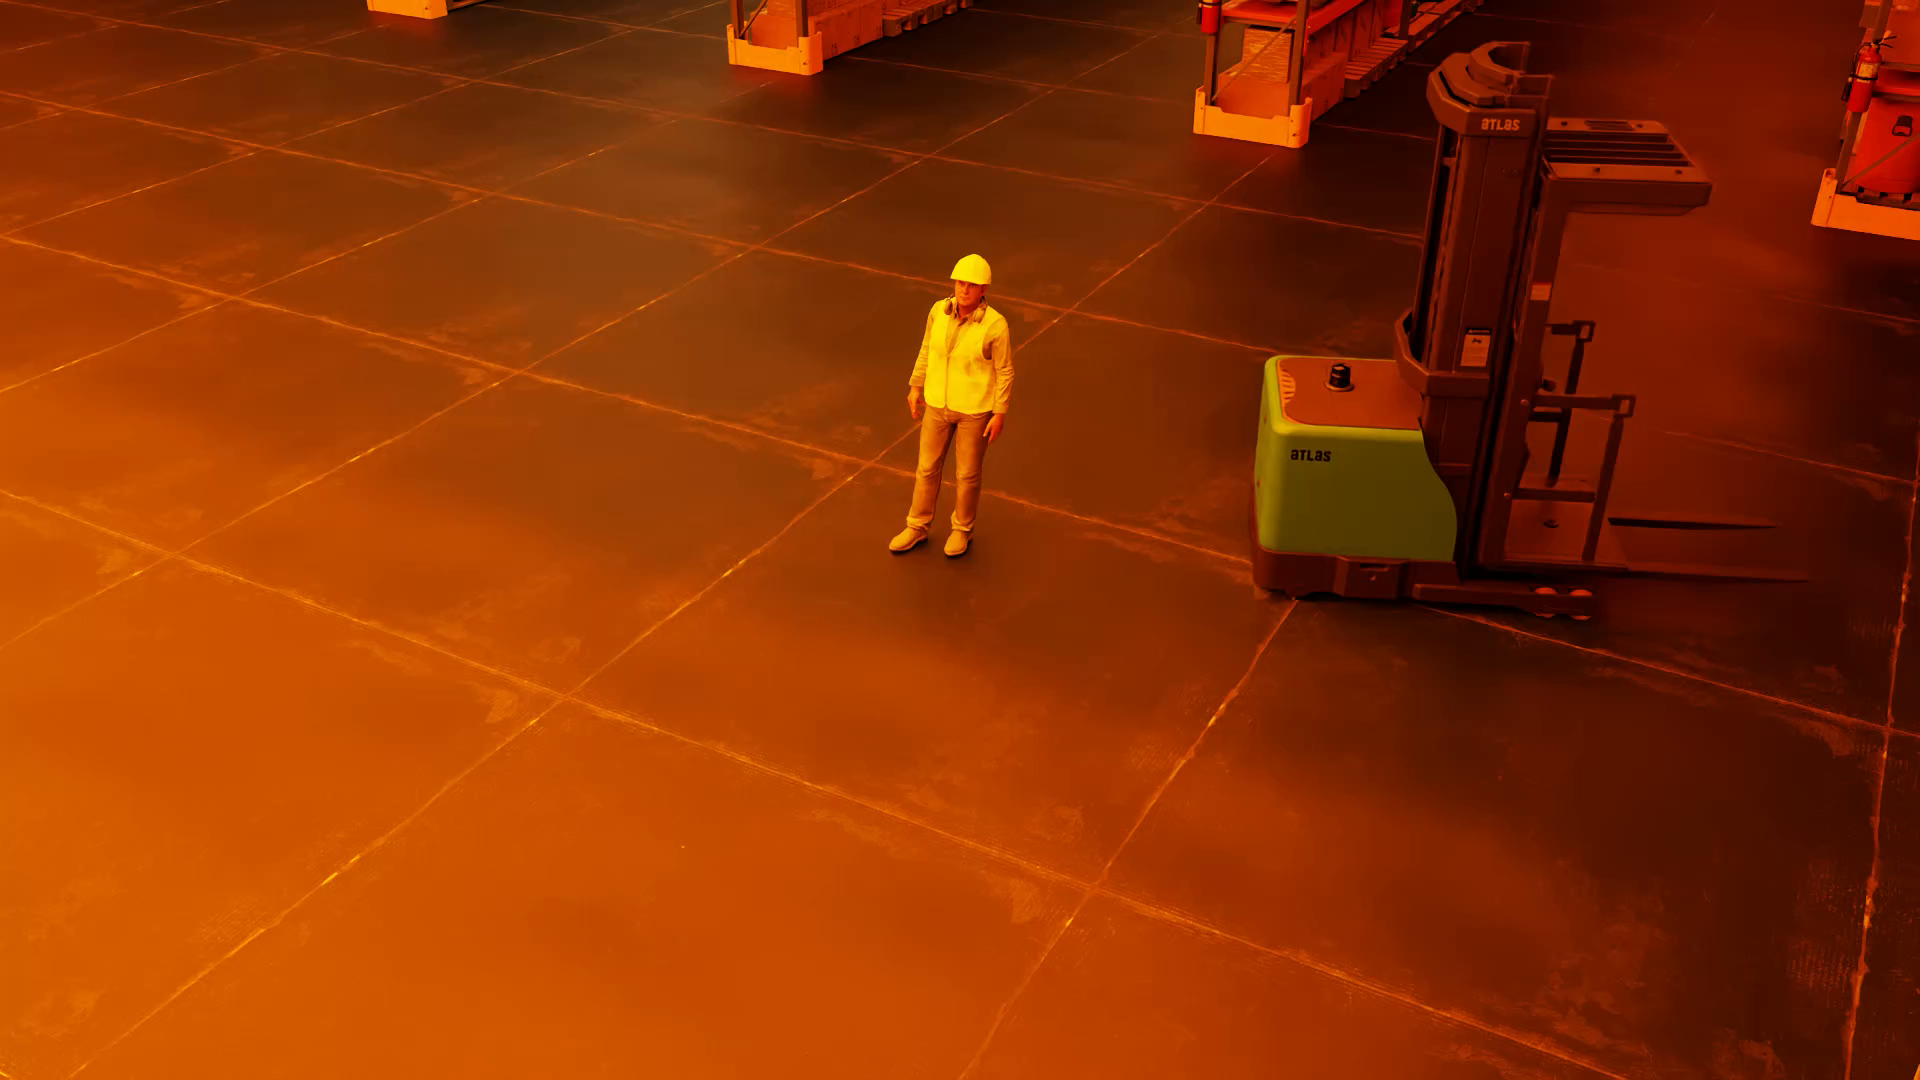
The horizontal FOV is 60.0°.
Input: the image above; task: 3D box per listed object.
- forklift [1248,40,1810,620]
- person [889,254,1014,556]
[{"bbox_3d":[3.226,-1.108,8.991,3.031,2.935,1.130,3,30,6],"label":"forklift"},{"bbox_3d":[-0.037,-0.749,9.511,0.633,1.775,0.566,15,33,25],"label":"person"}]
